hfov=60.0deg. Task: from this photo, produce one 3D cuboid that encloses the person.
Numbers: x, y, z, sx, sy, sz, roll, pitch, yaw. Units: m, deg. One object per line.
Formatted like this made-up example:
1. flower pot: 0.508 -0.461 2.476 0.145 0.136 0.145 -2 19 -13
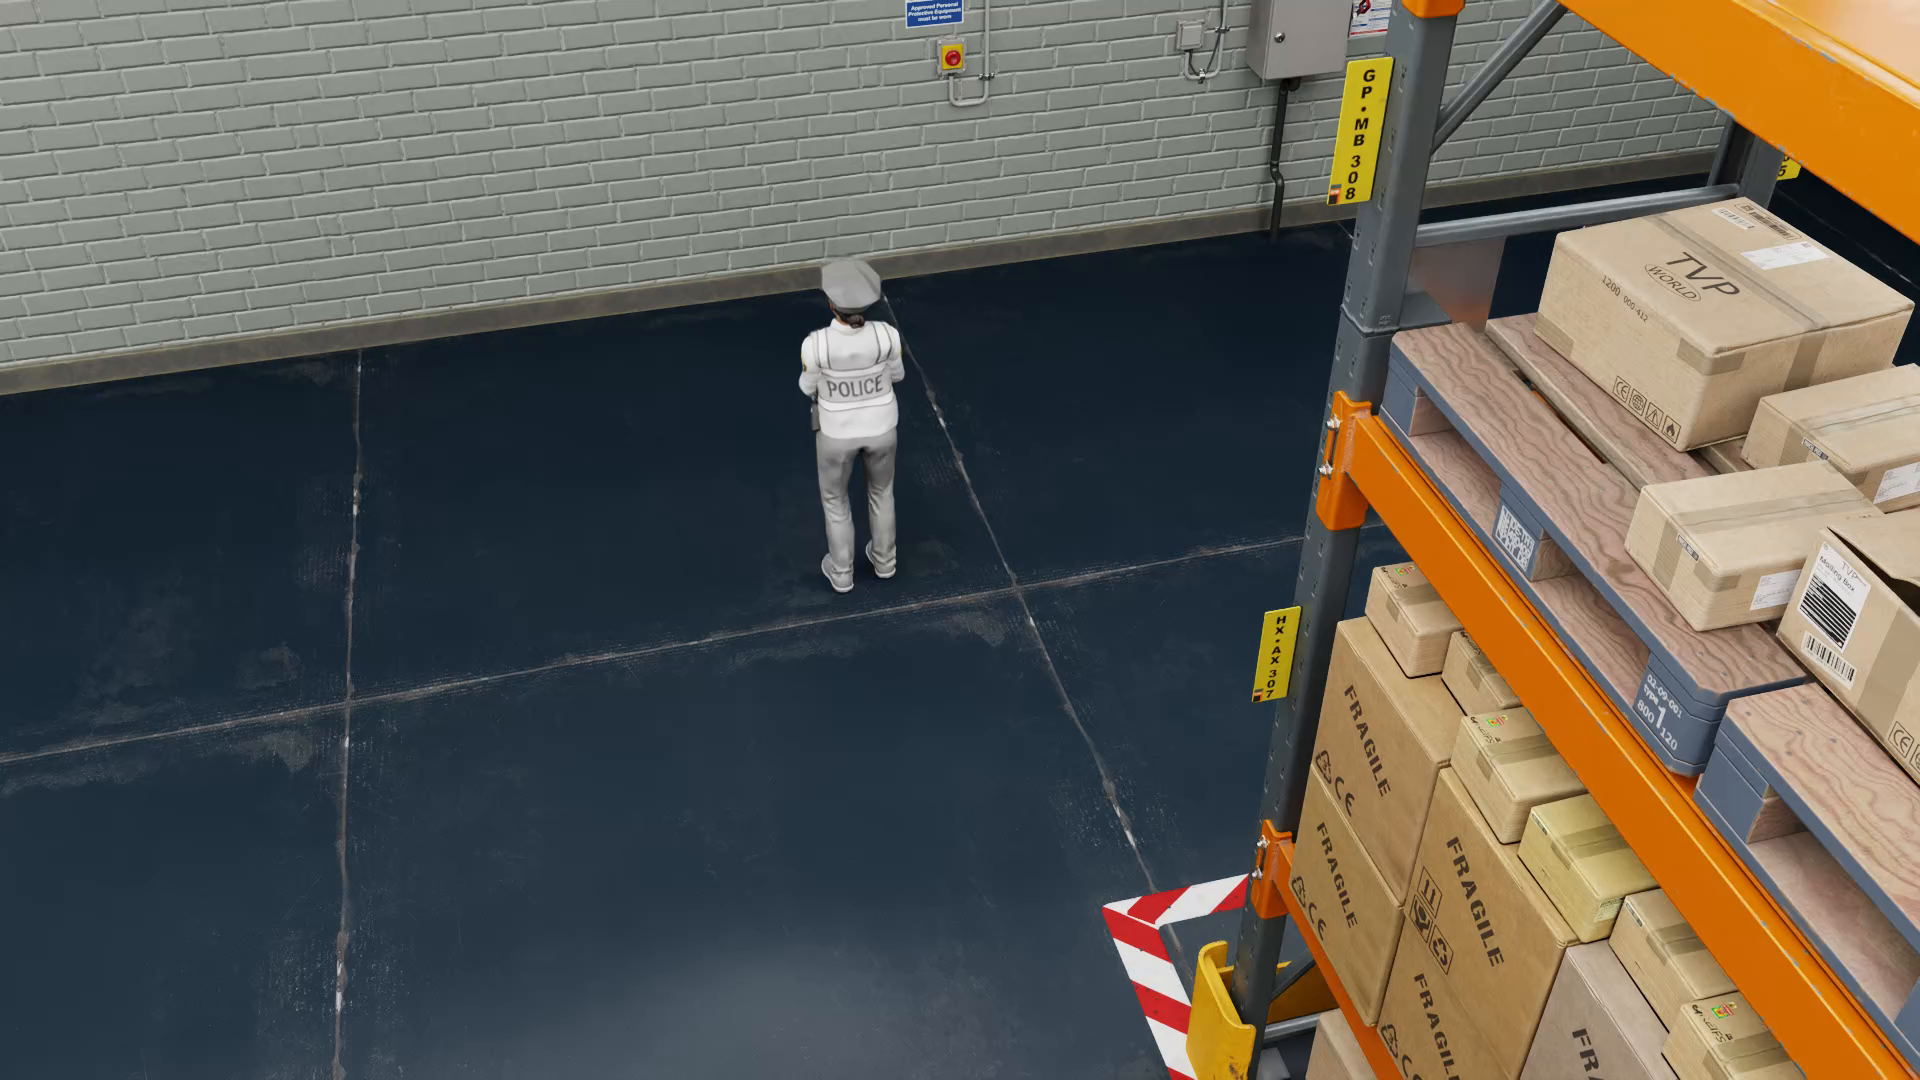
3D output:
1. person: -0.472 -0.531 7.366 0.460 1.689 0.540 -9 39 -11
